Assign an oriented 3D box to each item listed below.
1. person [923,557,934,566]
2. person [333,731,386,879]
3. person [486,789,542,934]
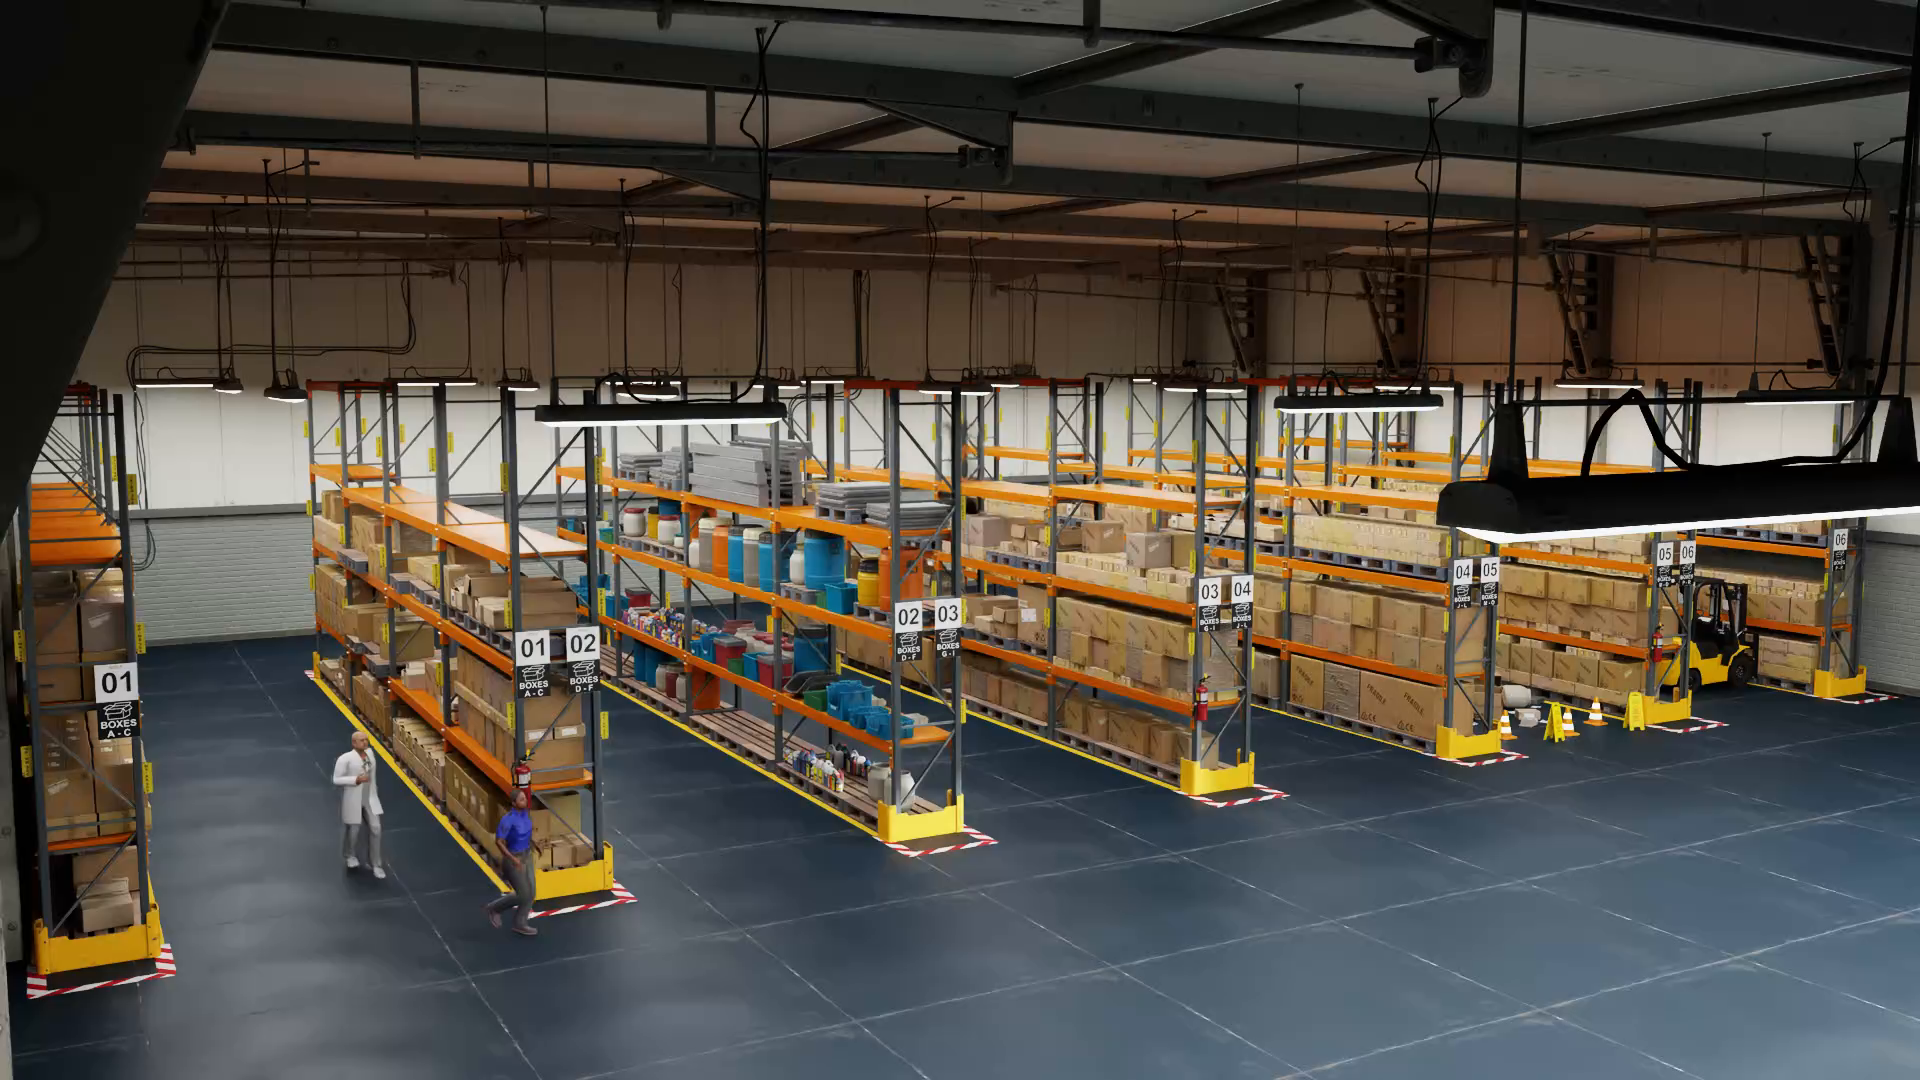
[{"bbox_3d":[-0.867,1.181,40.193,0.704,1.854,0.791,-1,6,-8],"label":"person"},{"bbox_3d":[-7.462,3.276,20.570,0.861,1.855,0.668,5,8,41],"label":"person"},{"bbox_3d":[-4.972,3.570,18.515,0.556,1.634,0.597,1,6,14],"label":"person"}]
